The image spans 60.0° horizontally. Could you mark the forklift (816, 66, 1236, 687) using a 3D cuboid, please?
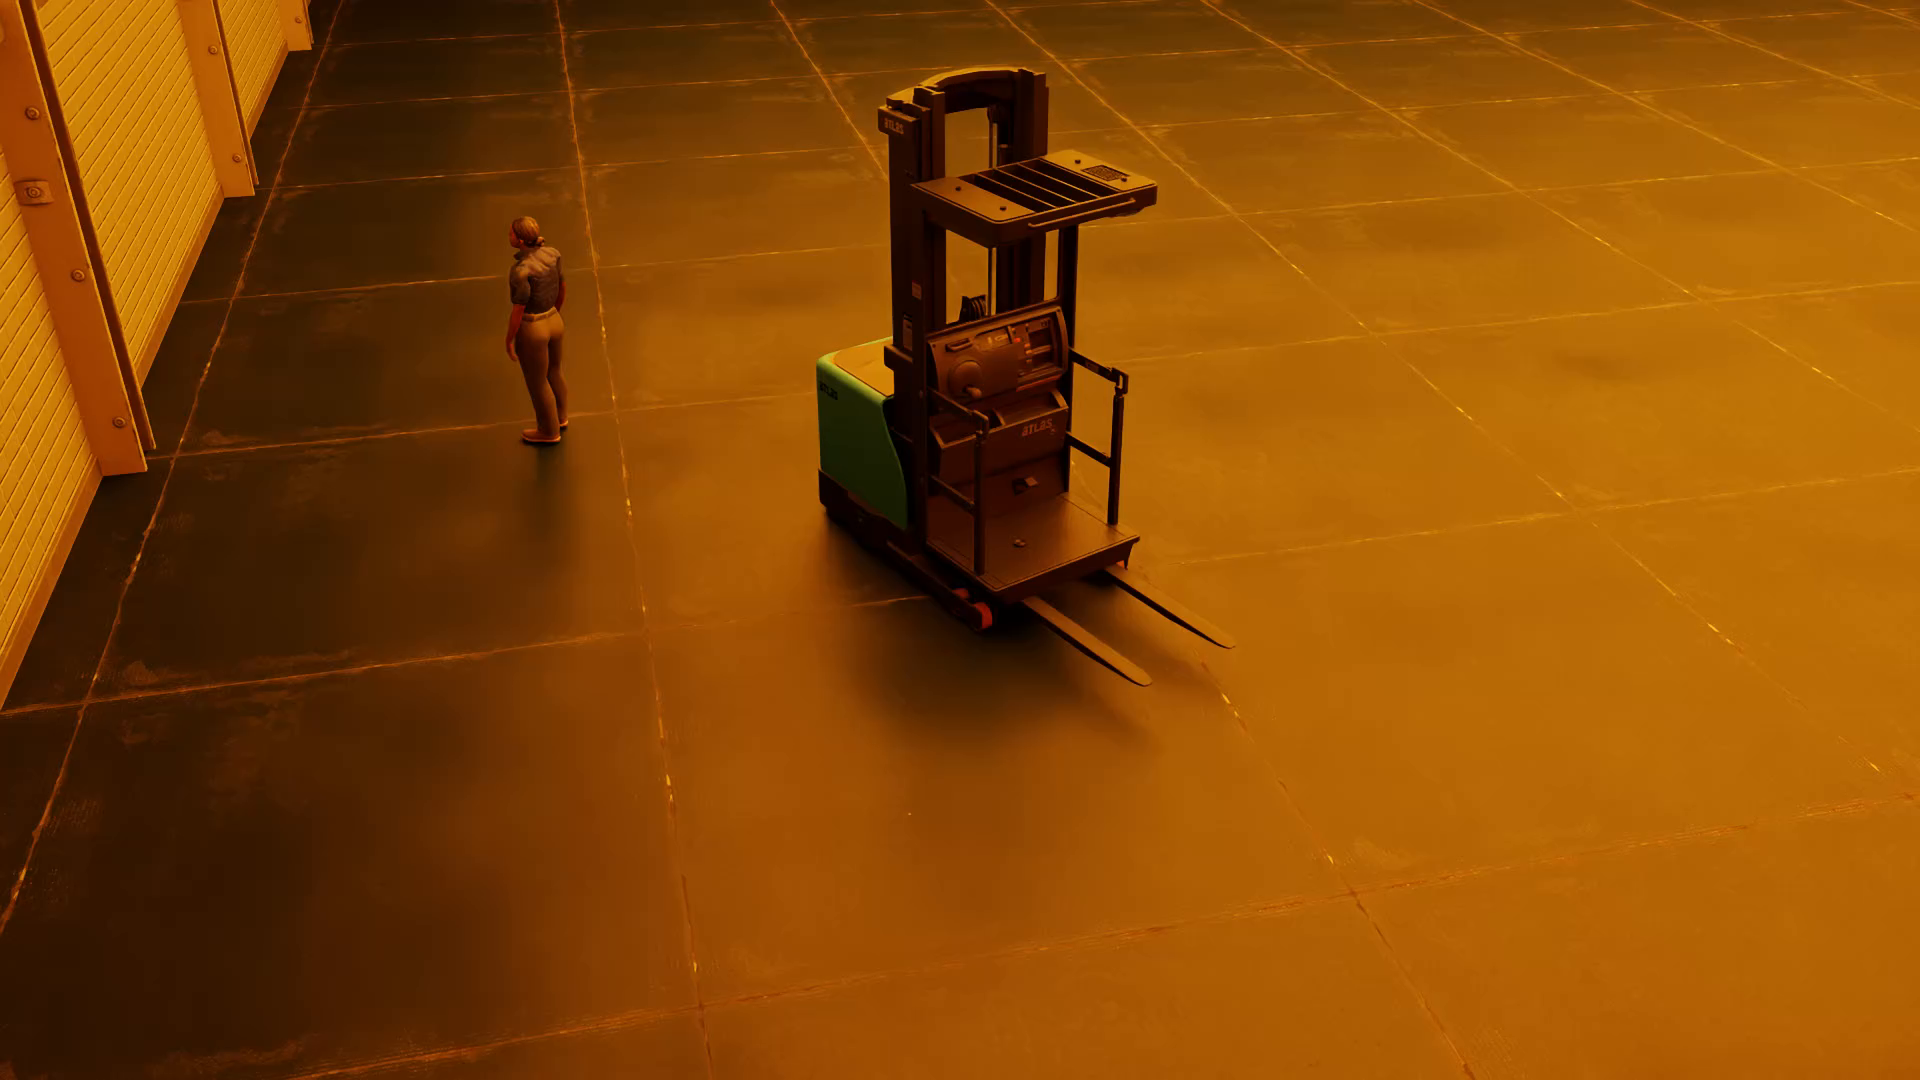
[{"bbox_3d":[0.355,-1.021,9.338,1.130,2.935,3.031,-20,35,-30],"label":"forklift"}]

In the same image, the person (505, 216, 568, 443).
[{"bbox_3d":[-2.929,-1.441,11.324,0.504,1.654,0.569,15,33,23],"label":"person"}]
